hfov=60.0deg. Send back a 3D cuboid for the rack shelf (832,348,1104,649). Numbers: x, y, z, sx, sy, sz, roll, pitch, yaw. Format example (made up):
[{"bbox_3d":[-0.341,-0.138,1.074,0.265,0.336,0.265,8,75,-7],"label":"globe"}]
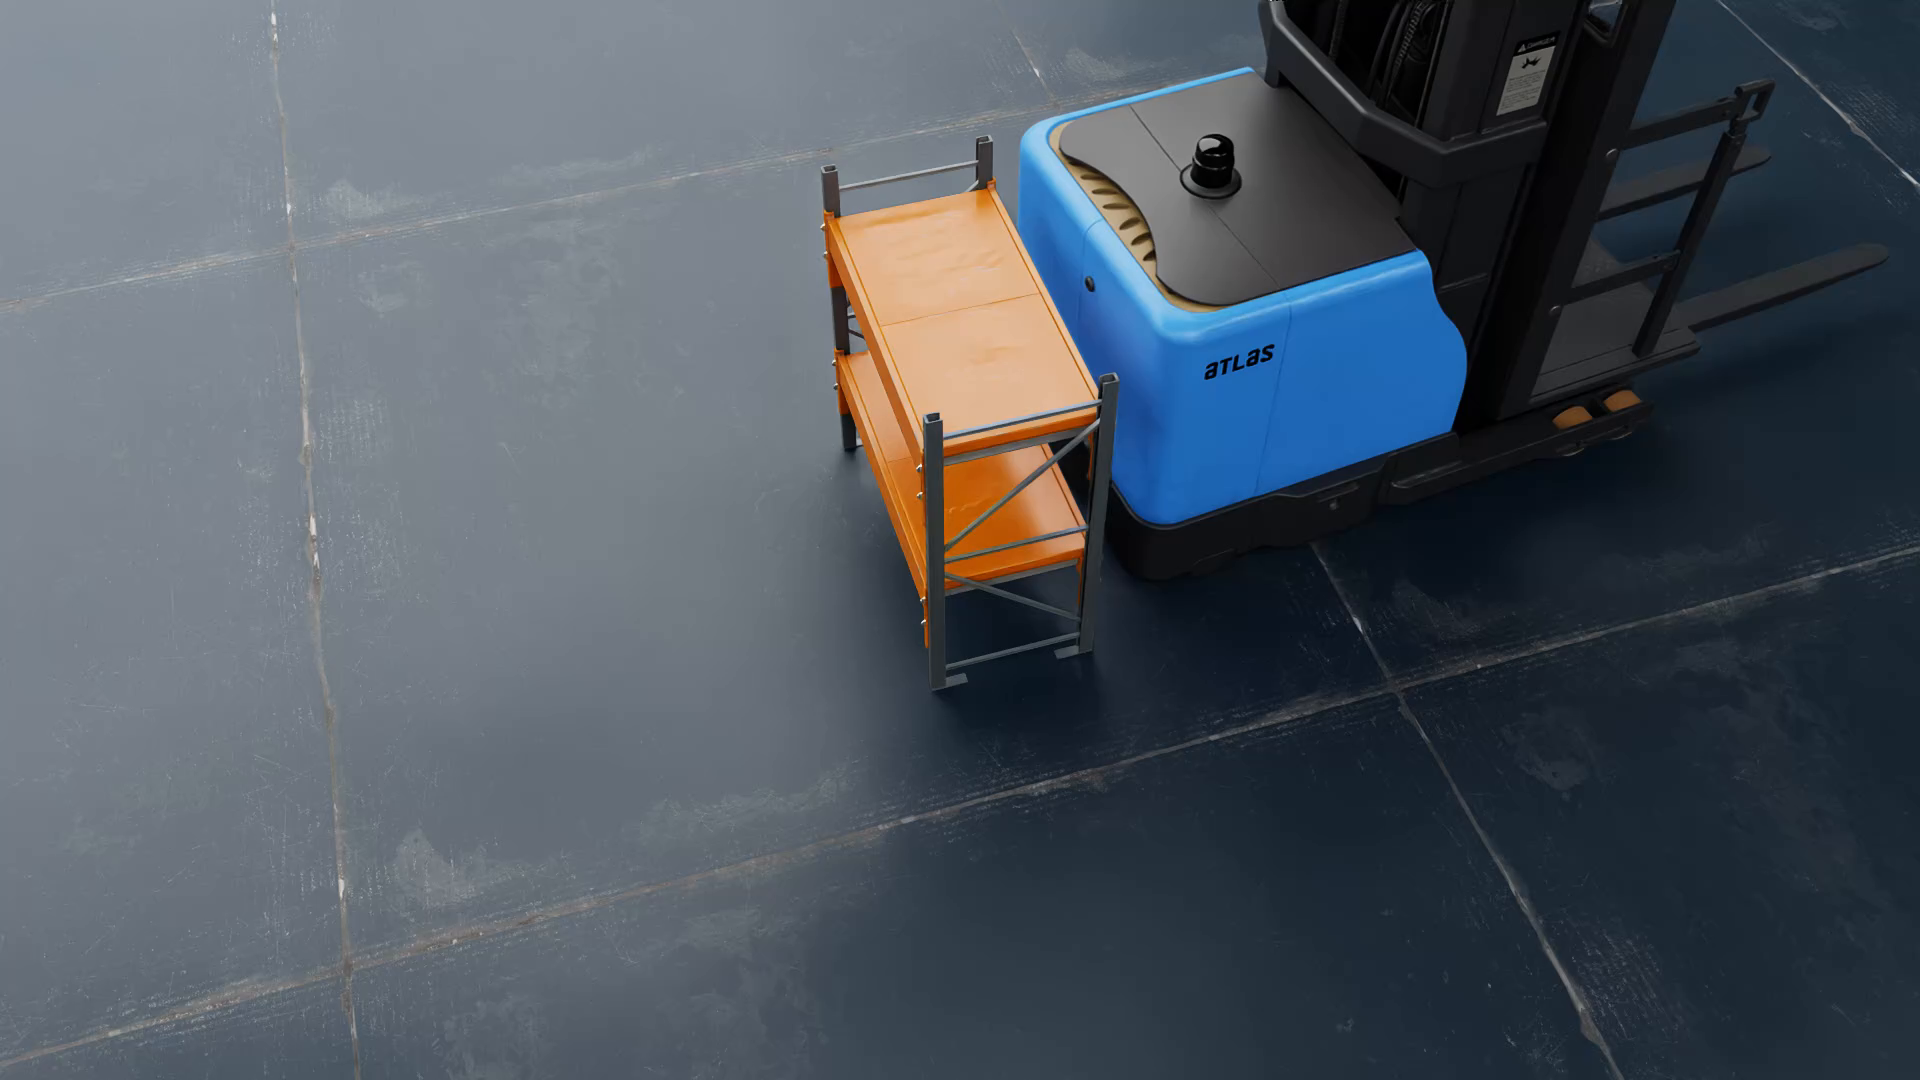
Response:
[{"bbox_3d":[0.002,-0.200,5.003,0.538,0.278,1.000,-13,51,-11],"label":"rack shelf"}]

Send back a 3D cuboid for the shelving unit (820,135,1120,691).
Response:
[{"bbox_3d":[0.002,-0.358,4.816,0.538,1.125,1.048,-13,51,-11],"label":"shelving unit"}]

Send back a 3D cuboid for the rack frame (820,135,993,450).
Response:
[{"bbox_3d":[-0.148,-0.729,5.129,0.500,1.125,0.032,-13,51,-11],"label":"rack frame"}]

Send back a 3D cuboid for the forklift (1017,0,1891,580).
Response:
[{"bbox_3d":[1.727,-1.576,4.661,3.031,2.935,1.130,-18,52,-15],"label":"forklift"}]

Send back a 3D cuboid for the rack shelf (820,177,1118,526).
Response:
[{"bbox_3d":[0.002,-0.546,4.592,0.538,0.278,1.000,-13,51,-11],"label":"rack shelf"}]

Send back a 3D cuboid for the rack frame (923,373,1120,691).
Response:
[{"bbox_3d":[0.152,0.014,4.503,0.500,1.125,0.032,-13,51,-11],"label":"rack frame"}]
